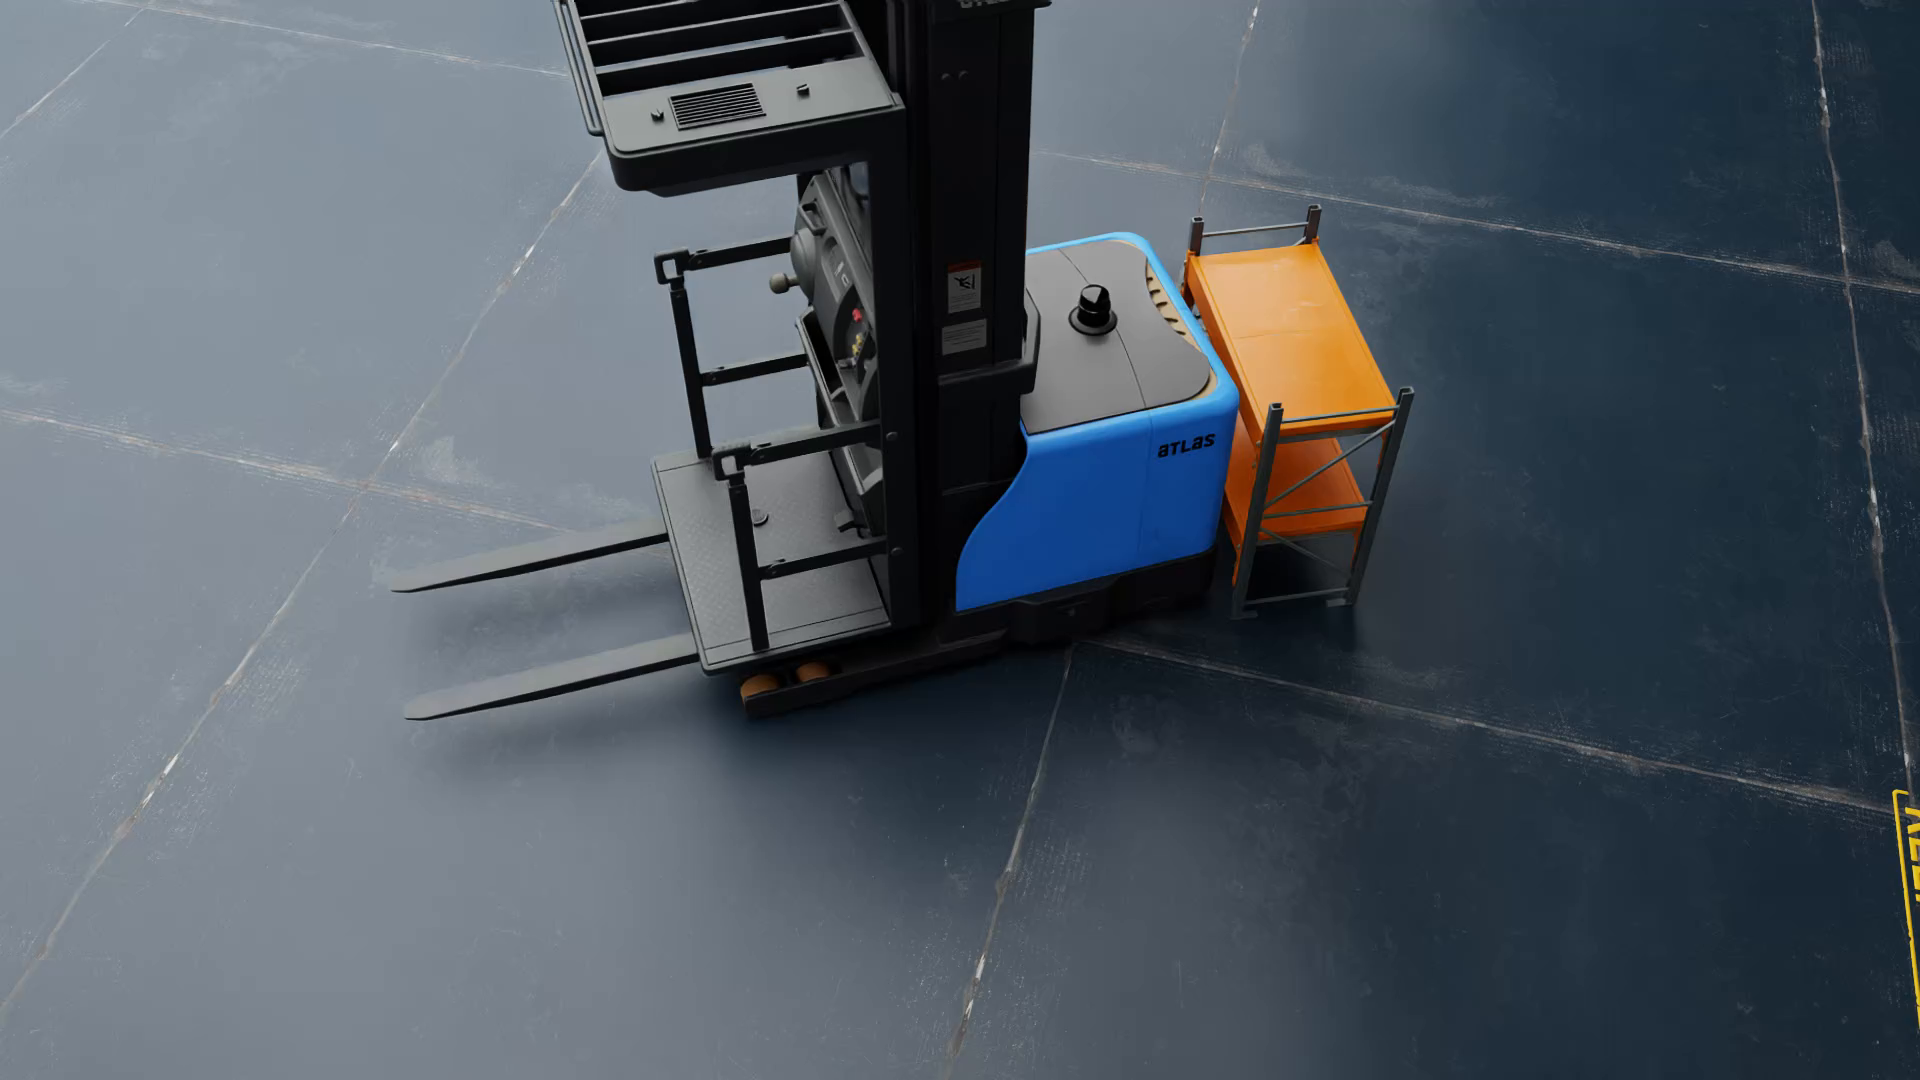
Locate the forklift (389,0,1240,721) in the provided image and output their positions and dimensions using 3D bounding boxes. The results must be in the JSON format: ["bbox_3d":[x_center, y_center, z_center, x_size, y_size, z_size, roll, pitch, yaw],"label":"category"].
[{"bbox_3d":[-0.596,-0.770,5.393,3.031,2.935,1.130,-13,50,-11],"label":"forklift"}]

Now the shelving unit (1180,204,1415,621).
[{"bbox_3d":[1.201,-0.481,6.343,0.538,1.125,1.048,-7,49,-6],"label":"shelving unit"}]

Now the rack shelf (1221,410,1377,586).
[{"bbox_3d":[1.201,-0.319,6.526,0.538,0.278,1.000,-7,49,-6],"label":"rack shelf"}]

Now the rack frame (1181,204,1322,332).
[{"bbox_3d":[1.116,-0.857,6.675,0.500,1.125,0.032,-7,49,-6],"label":"rack frame"}]

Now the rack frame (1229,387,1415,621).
[{"bbox_3d":[1.285,-0.105,6.011,0.500,1.125,0.032,-7,49,-6],"label":"rack frame"}]

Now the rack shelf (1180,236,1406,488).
[{"bbox_3d":[1.201,-0.675,6.124,0.538,0.278,1.000,-7,49,-6],"label":"rack shelf"}]
